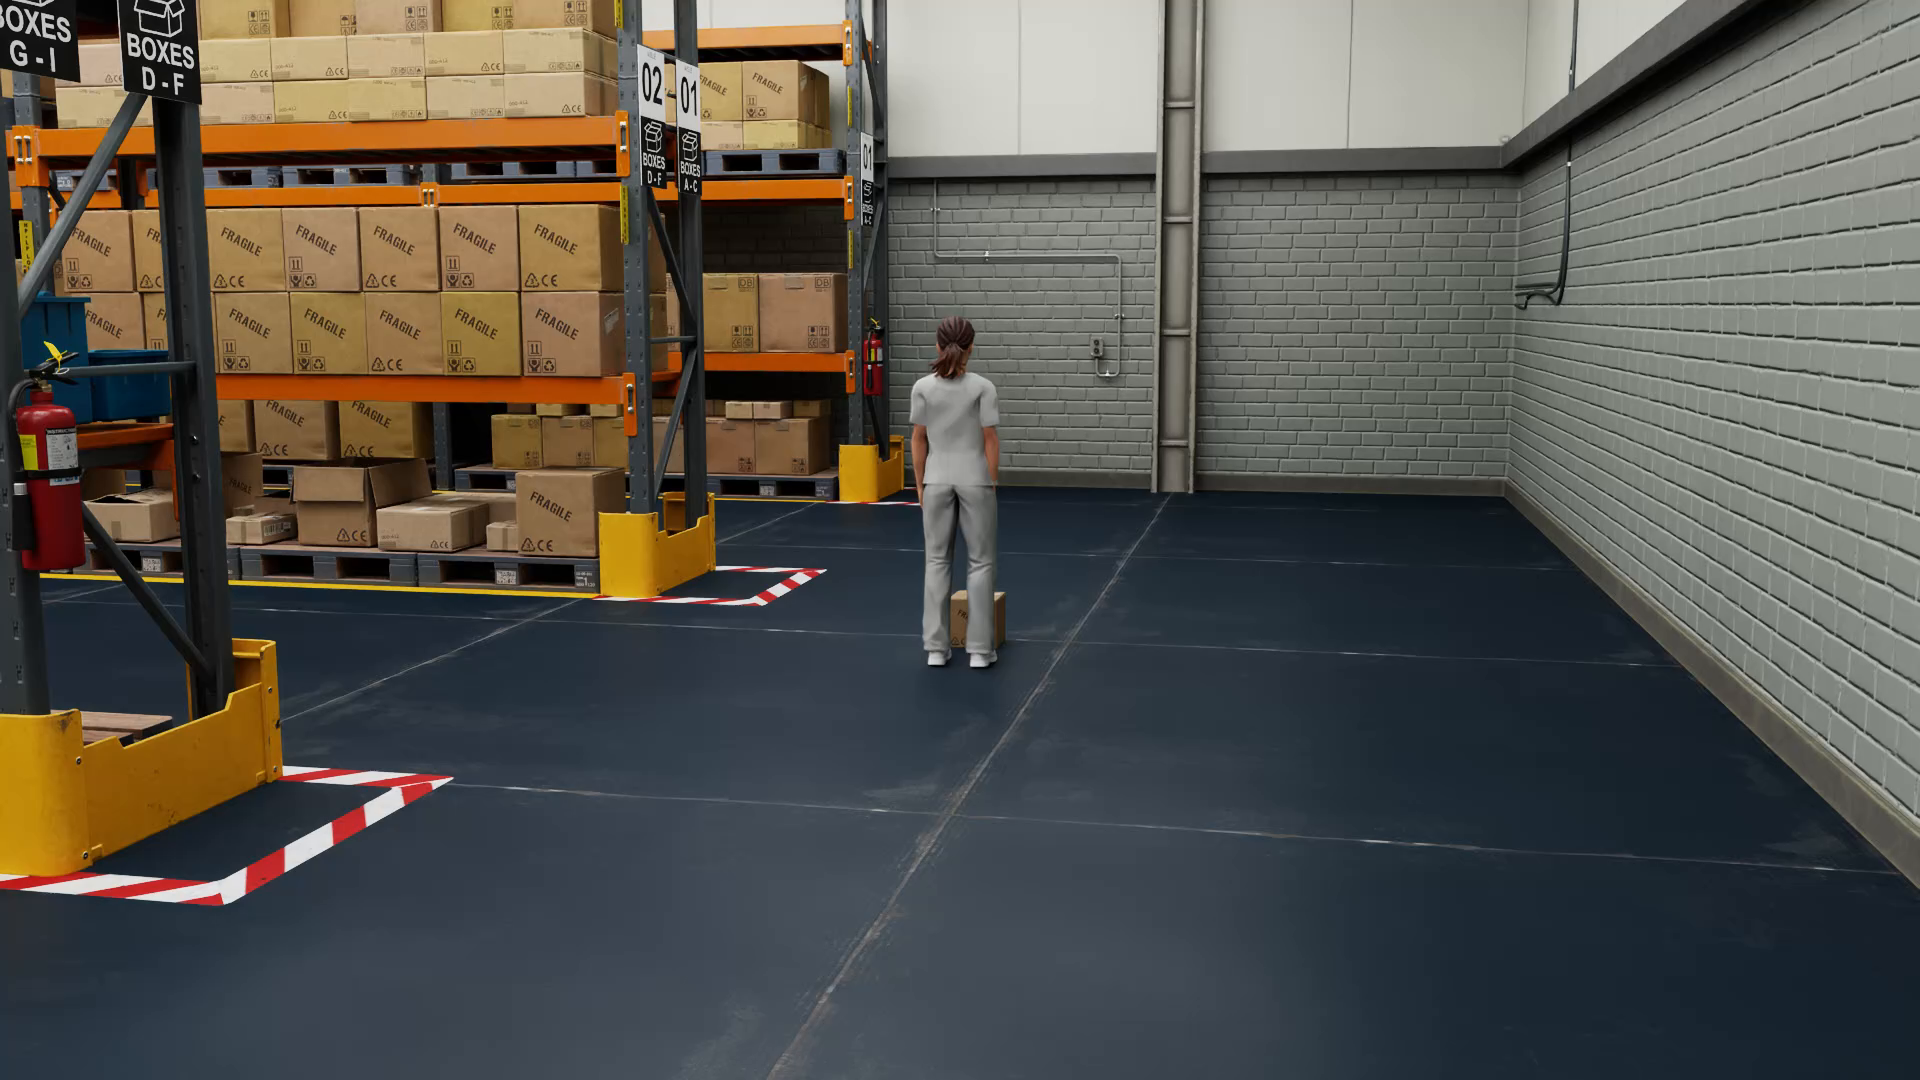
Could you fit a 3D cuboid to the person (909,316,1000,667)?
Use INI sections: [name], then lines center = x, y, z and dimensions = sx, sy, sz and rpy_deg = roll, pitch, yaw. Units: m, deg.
[person]
center = -0.022, -0.227, 7.958
dimensions = 0.440, 1.673, 0.361
rpy_deg = 2, 8, 12
